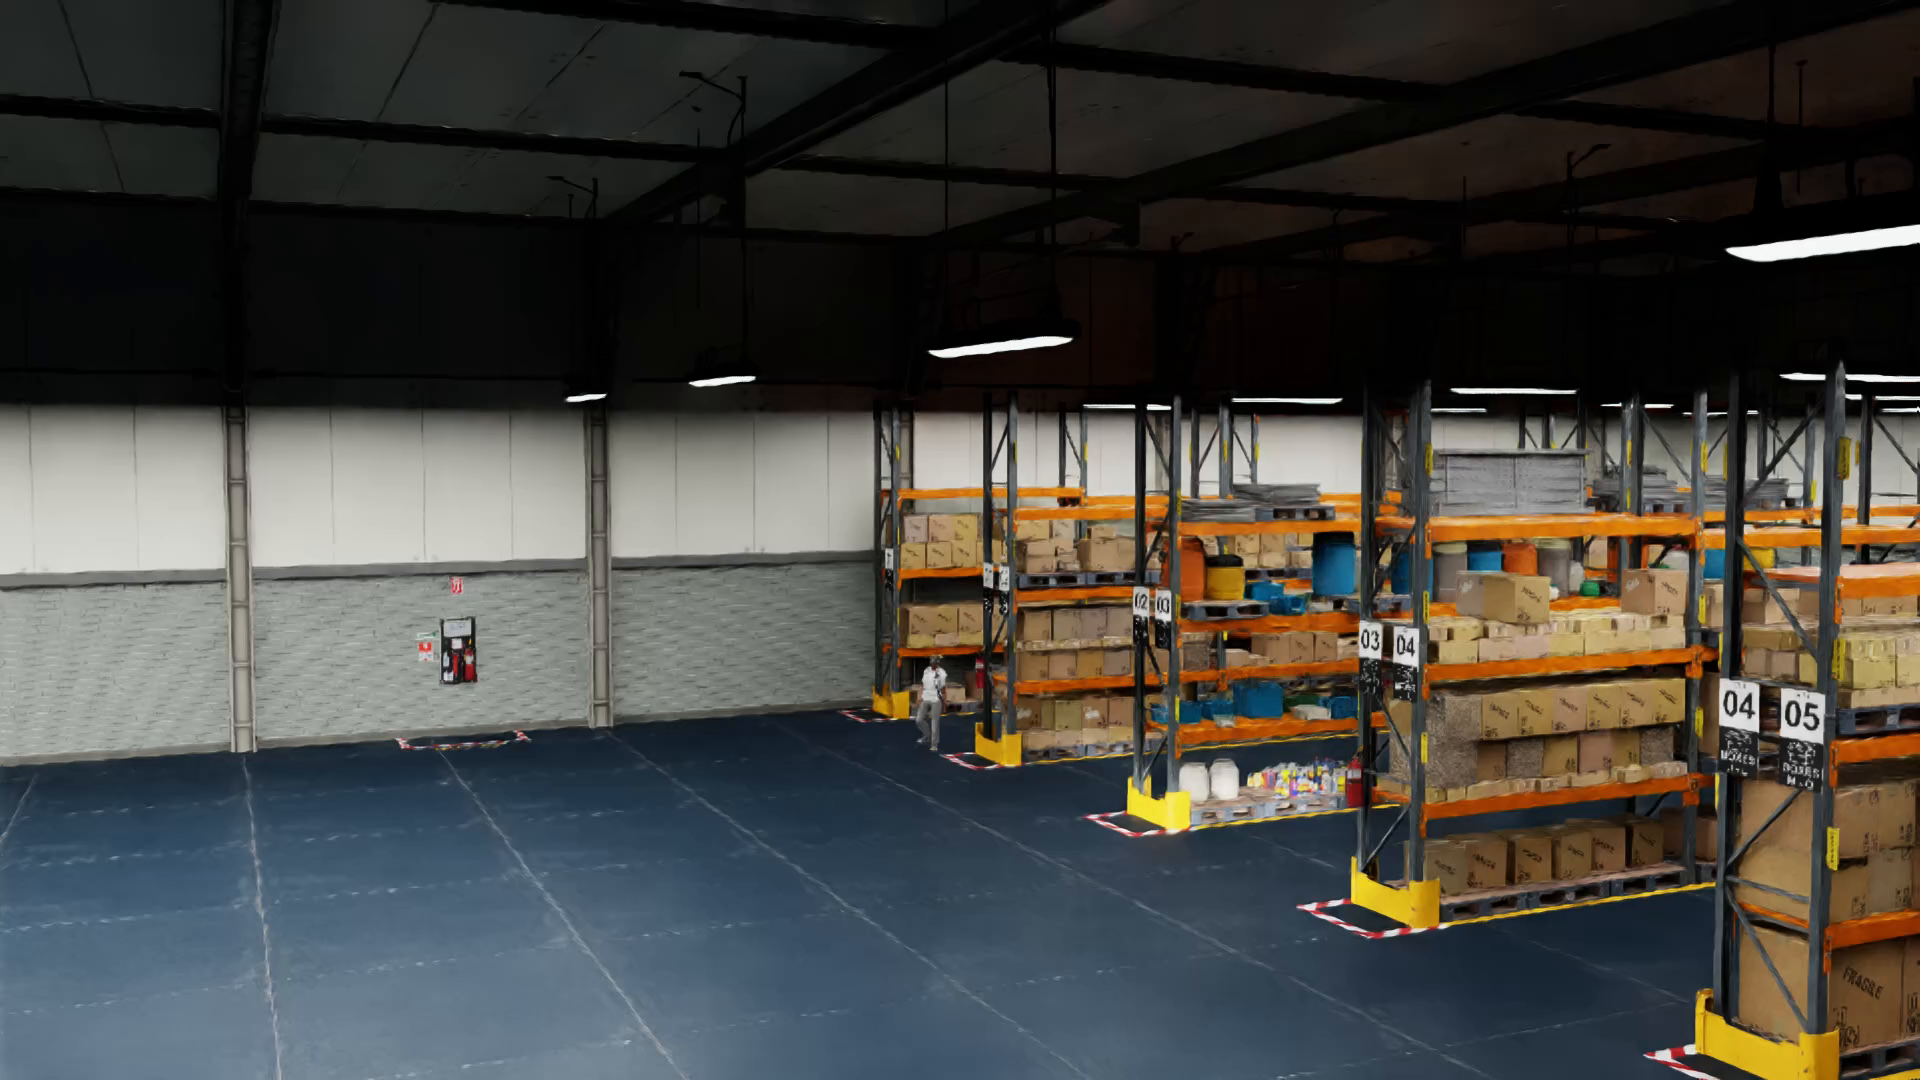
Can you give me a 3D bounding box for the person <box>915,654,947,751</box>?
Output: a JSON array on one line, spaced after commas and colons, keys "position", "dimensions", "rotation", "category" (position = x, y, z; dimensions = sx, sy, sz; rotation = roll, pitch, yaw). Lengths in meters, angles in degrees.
[{"position": [-0.483, 2.721, 28.046], "dimensions": [0.649, 1.642, 0.502], "rotation": [2, 4, 28], "category": "person"}]
